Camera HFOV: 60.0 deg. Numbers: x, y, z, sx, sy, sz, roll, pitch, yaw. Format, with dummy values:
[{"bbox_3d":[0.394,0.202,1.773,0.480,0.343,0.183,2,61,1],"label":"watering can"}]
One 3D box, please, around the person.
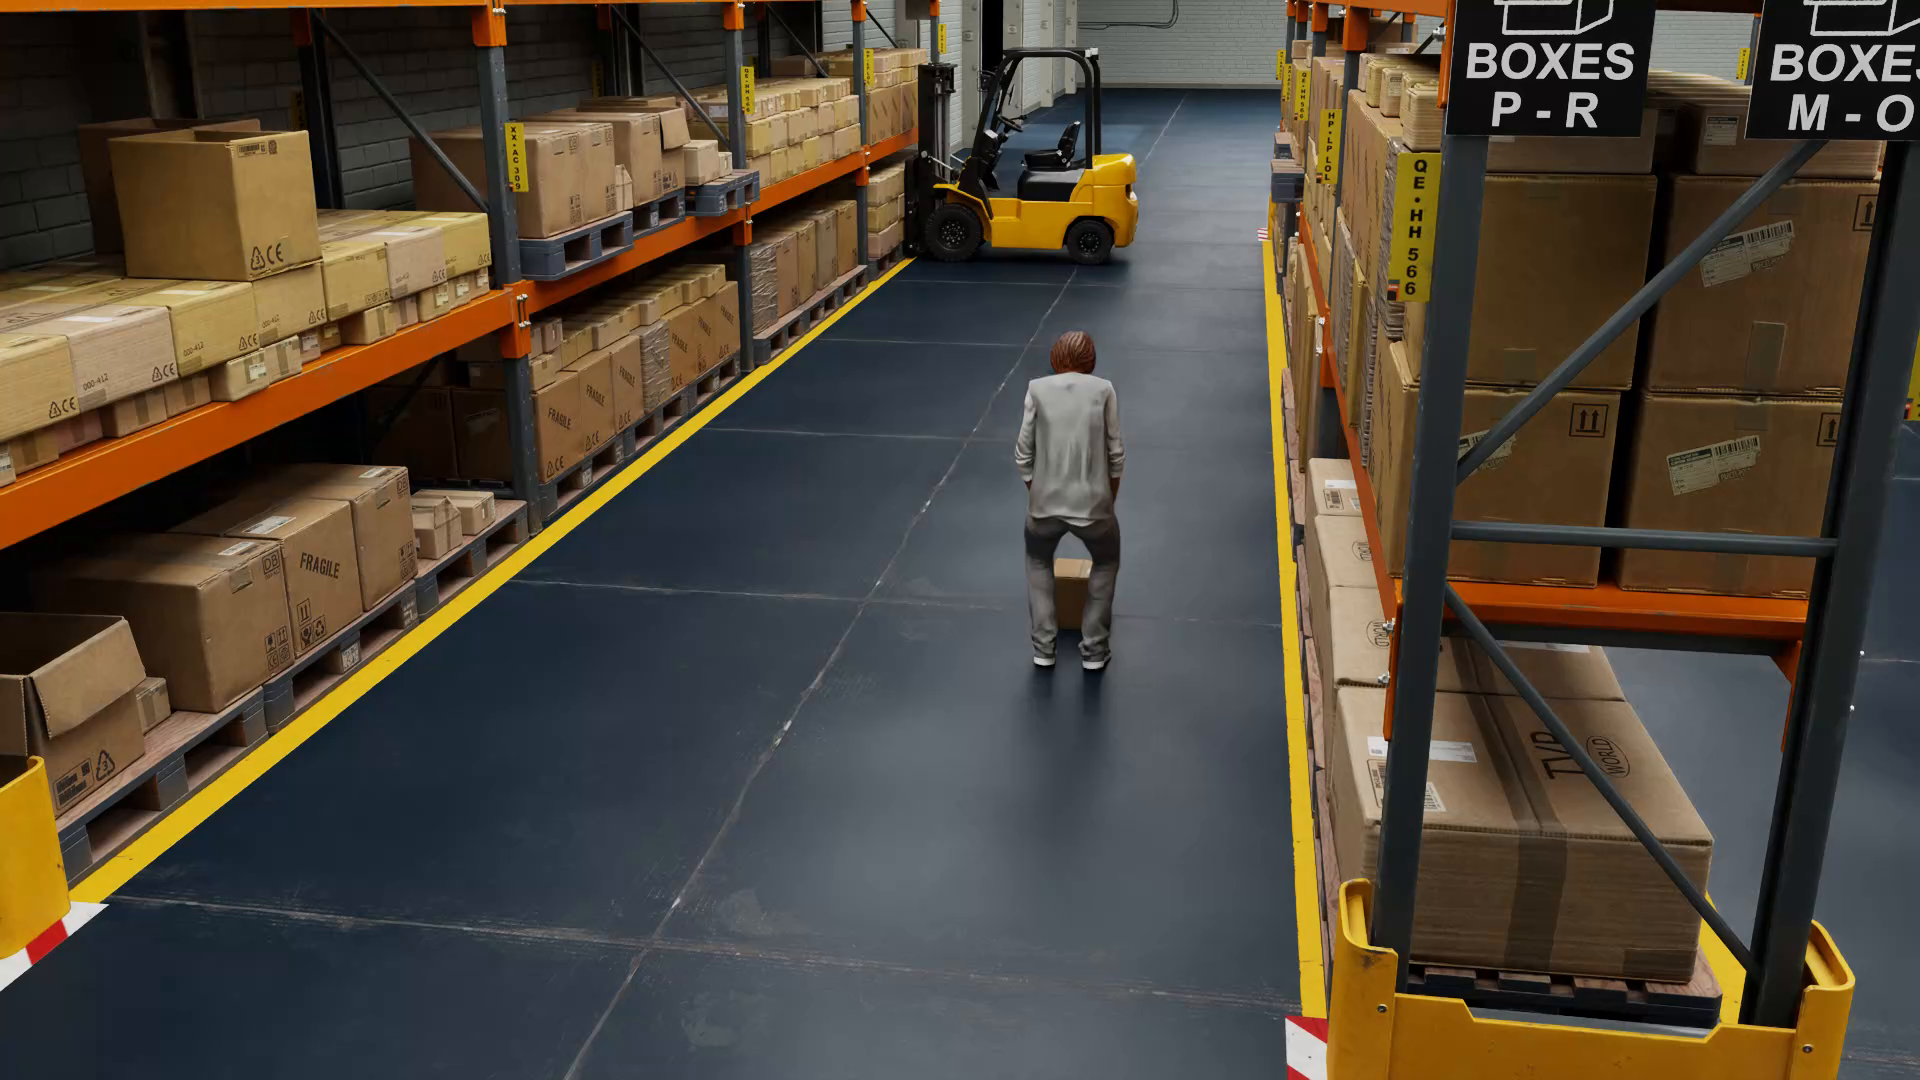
[{"bbox_3d":[0.442,-0.149,6.896,0.460,1.376,0.602,3,18,10],"label":"person"}]
